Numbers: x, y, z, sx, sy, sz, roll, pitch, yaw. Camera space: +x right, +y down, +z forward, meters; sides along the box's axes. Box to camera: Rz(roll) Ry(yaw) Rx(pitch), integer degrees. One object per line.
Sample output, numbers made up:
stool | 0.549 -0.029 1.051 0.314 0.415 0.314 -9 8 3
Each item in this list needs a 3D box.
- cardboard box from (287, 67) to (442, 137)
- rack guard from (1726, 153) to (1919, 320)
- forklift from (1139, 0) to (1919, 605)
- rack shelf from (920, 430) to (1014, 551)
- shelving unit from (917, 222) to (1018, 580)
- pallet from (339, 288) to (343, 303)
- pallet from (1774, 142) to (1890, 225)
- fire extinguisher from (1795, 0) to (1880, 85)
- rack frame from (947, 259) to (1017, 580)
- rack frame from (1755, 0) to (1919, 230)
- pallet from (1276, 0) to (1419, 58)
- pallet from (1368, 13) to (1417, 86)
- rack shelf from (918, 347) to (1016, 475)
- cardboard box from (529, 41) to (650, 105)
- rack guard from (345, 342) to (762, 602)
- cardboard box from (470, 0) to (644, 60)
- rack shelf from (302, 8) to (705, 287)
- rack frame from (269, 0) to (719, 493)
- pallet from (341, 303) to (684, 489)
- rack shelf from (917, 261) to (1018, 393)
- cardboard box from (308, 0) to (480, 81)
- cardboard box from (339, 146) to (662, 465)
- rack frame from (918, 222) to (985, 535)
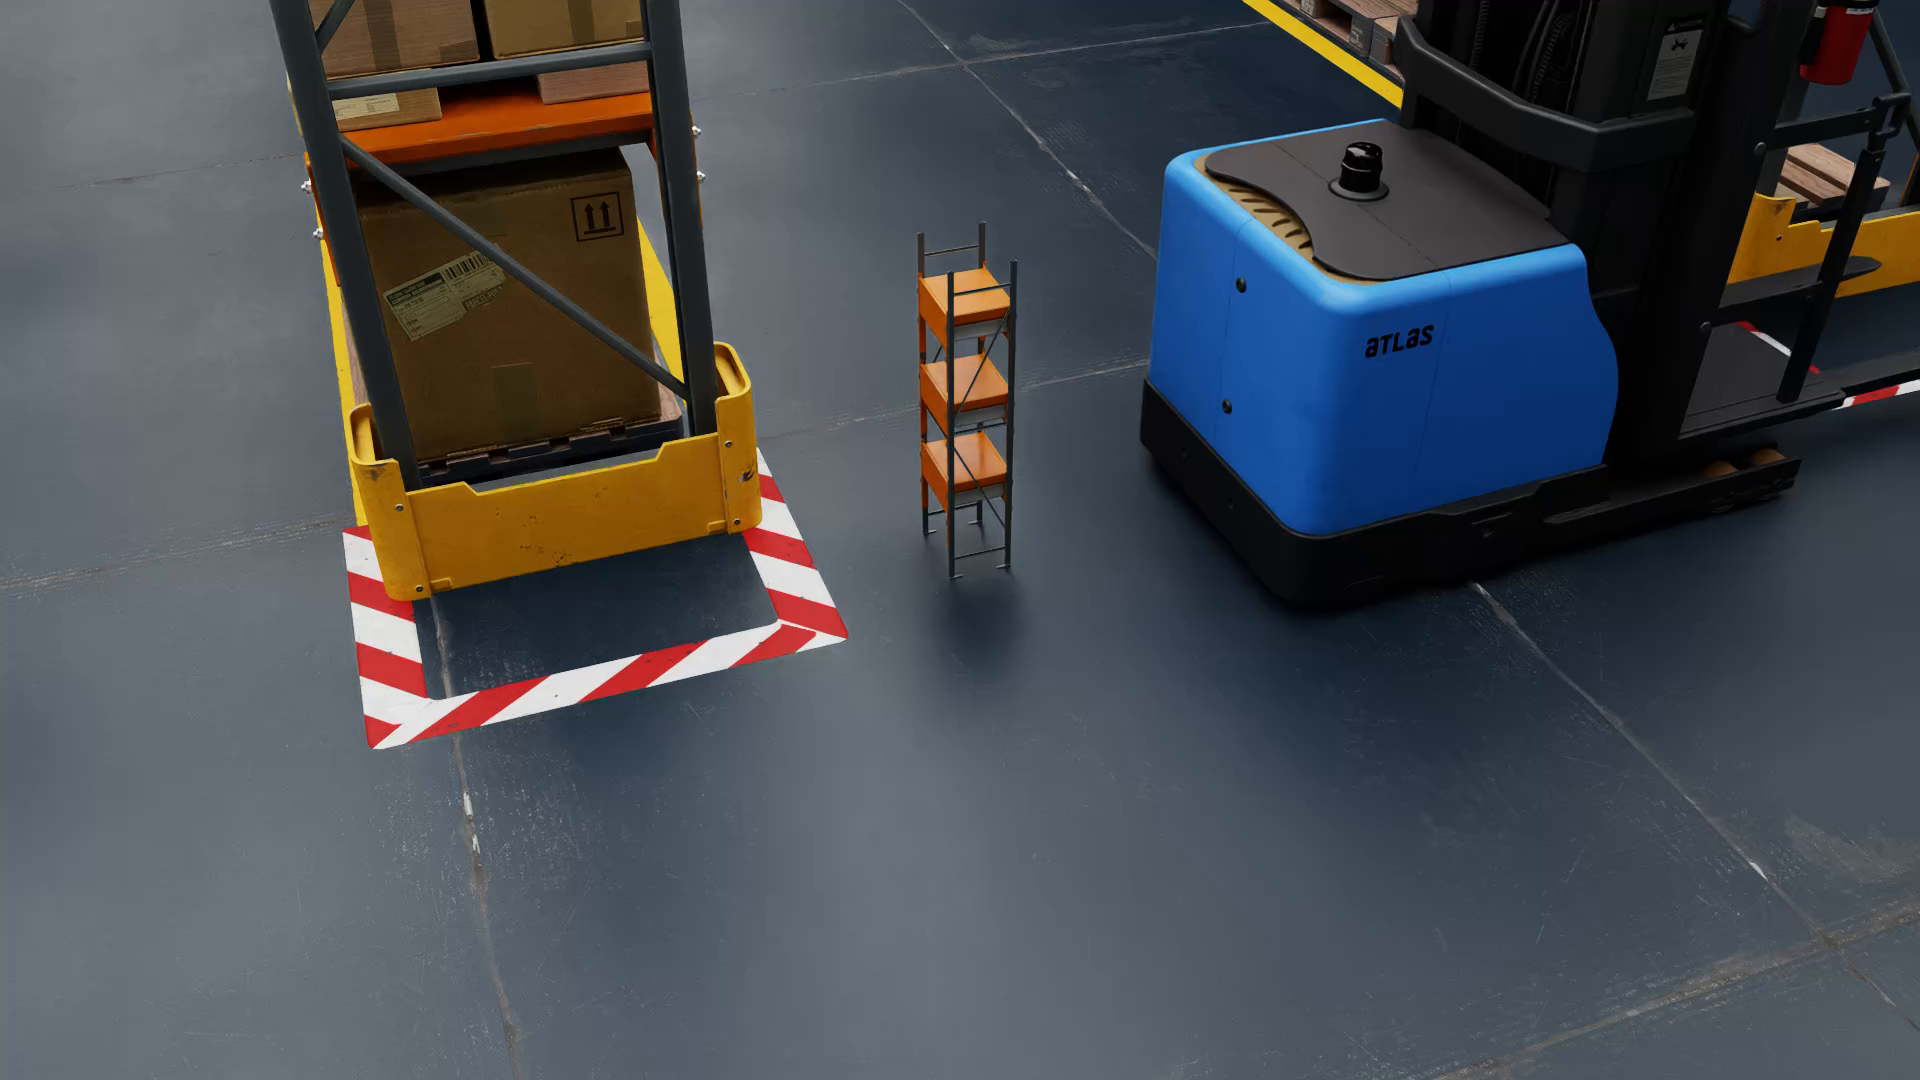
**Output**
cardboard box | -1.664 -1.265 4.645 0.380 0.149 0.250 -12 39 -15
rack guard | 3.439 -1.248 6.492 1.175 0.500 0.348 -12 39 -16
forklift | 2.172 -1.539 4.857 3.031 2.935 1.130 -14 39 -17
rack shelf | 0.018 -0.159 5.068 0.215 0.259 0.240 -12 39 -16
shelving unit | 0.018 -0.389 4.894 0.215 1.050 0.252 -12 39 -16
pallet | -1.997 -1.242 6.723 1.003 0.211 1.213 -12 39 -16
pallet | 3.171 -1.618 7.222 1.003 0.211 1.213 -12 39 -16
fire extinguisher | 3.043 -1.899 5.652 0.296 0.674 0.183 -12 39 -16
rack frame | 0.060 -0.320 4.802 0.200 1.050 0.008 -12 39 -16
rack frame | 3.418 -2.258 5.754 1.000 3.000 0.127 -12 39 -16
pallet | 2.331 -2.996 9.052 1.003 0.211 1.213 -12 39 -16
pallet | 2.755 -2.306 8.136 1.003 0.211 1.213 -12 39 -16
rack shelf | 0.018 -0.381 4.900 0.215 0.259 0.240 -12 39 -16
cardboard box | -1.045 -1.401 4.825 0.380 0.149 0.250 -12 39 -15
rack guard | -1.224 -0.220 5.127 1.175 0.500 0.348 -12 39 -16
cardboard box | -1.144 -1.618 4.783 0.500 0.250 0.500 -13 39 -17
rack shelf | -1.921 -2.075 6.109 1.077 0.370 4.000 -12 39 -16
rack frame | -1.232 -1.232 4.393 1.000 3.000 0.127 -12 39 -16
pallet | -1.581 -0.554 5.810 1.003 0.211 1.213 -12 39 -16
rack shelf | 0.018 -0.607 4.730 0.215 0.259 0.240 -12 39 -16
cardboard box | -1.648 -1.510 4.639 0.500 0.250 0.500 -13 39 -17
cardboard box | -1.528 -0.896 5.364 0.875 0.875 0.875 -12 39 -16
rack frame | -0.024 -0.458 4.985 0.200 1.050 0.008 -12 39 -16
